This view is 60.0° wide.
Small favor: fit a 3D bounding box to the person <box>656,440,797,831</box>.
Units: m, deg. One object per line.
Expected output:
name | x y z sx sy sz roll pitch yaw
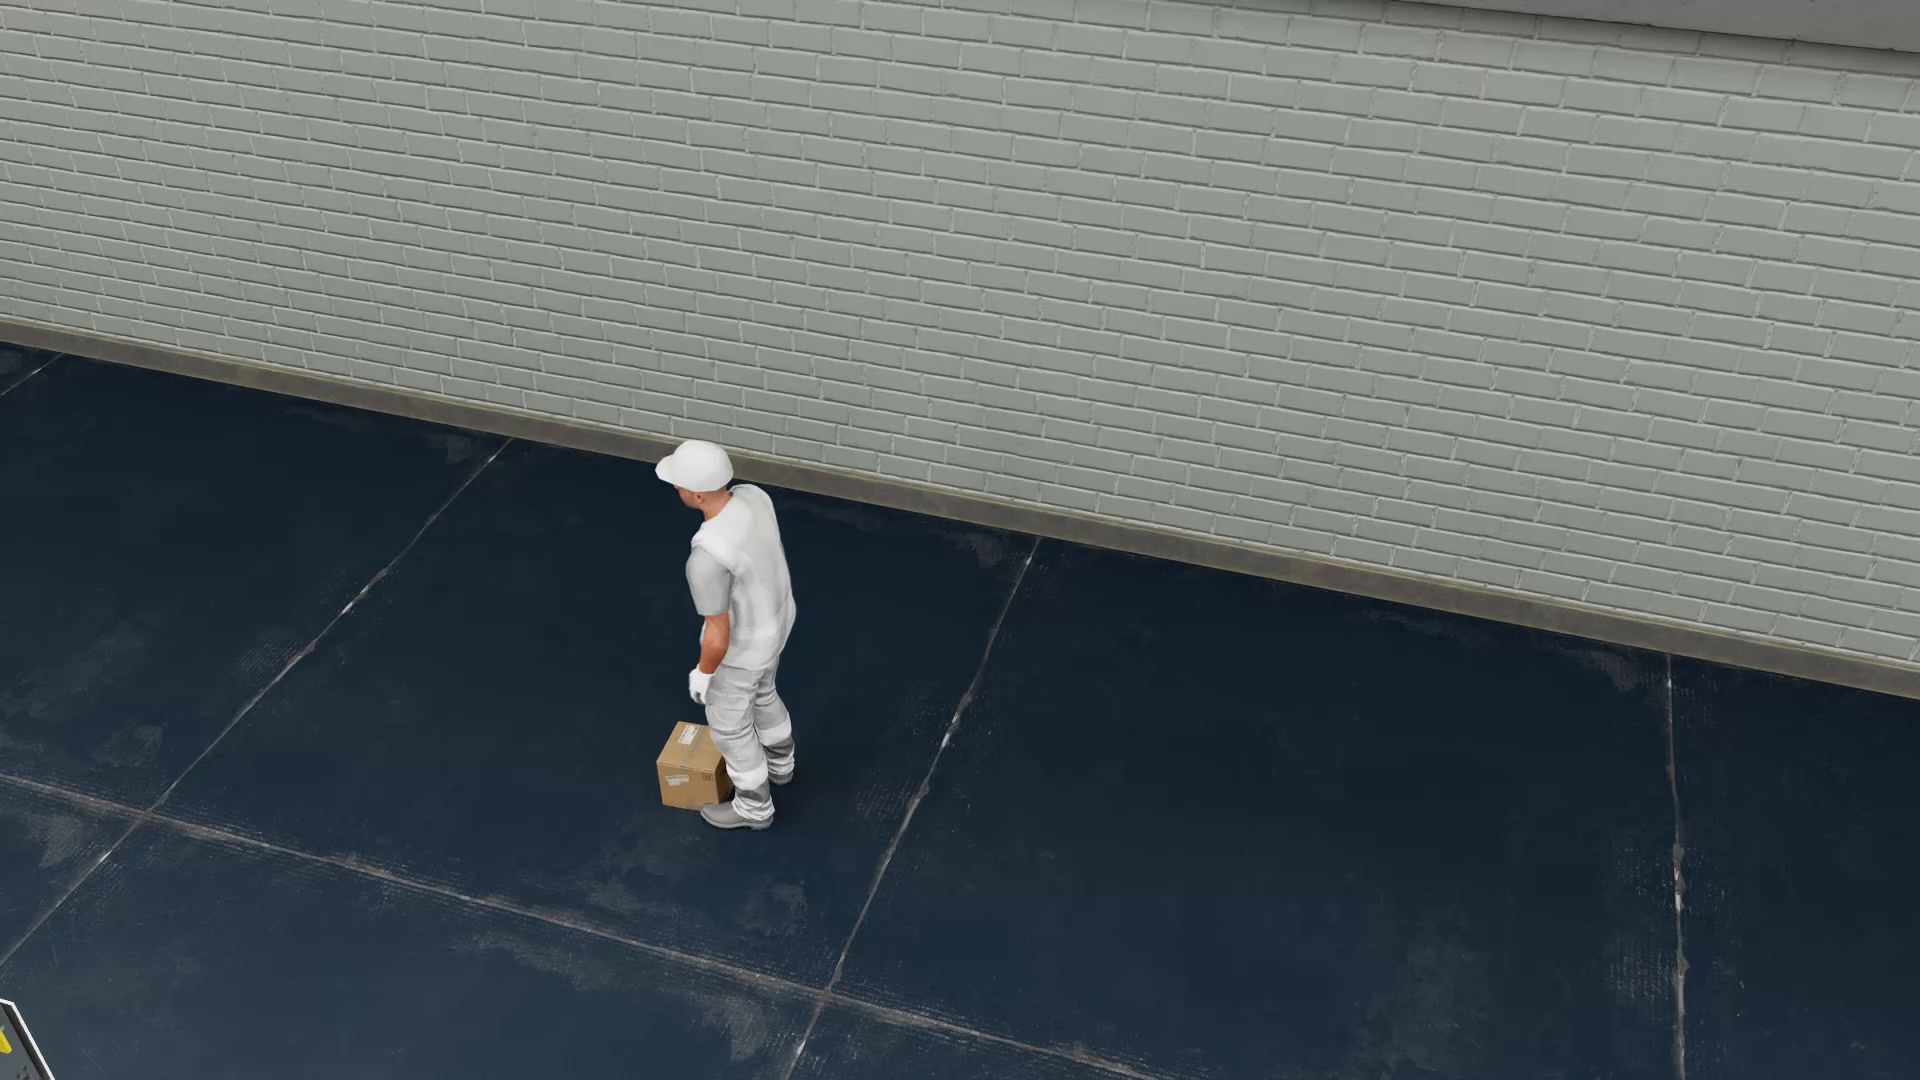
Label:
person | -0.862 0.370 6.383 0.449 1.779 0.609 11 38 14
